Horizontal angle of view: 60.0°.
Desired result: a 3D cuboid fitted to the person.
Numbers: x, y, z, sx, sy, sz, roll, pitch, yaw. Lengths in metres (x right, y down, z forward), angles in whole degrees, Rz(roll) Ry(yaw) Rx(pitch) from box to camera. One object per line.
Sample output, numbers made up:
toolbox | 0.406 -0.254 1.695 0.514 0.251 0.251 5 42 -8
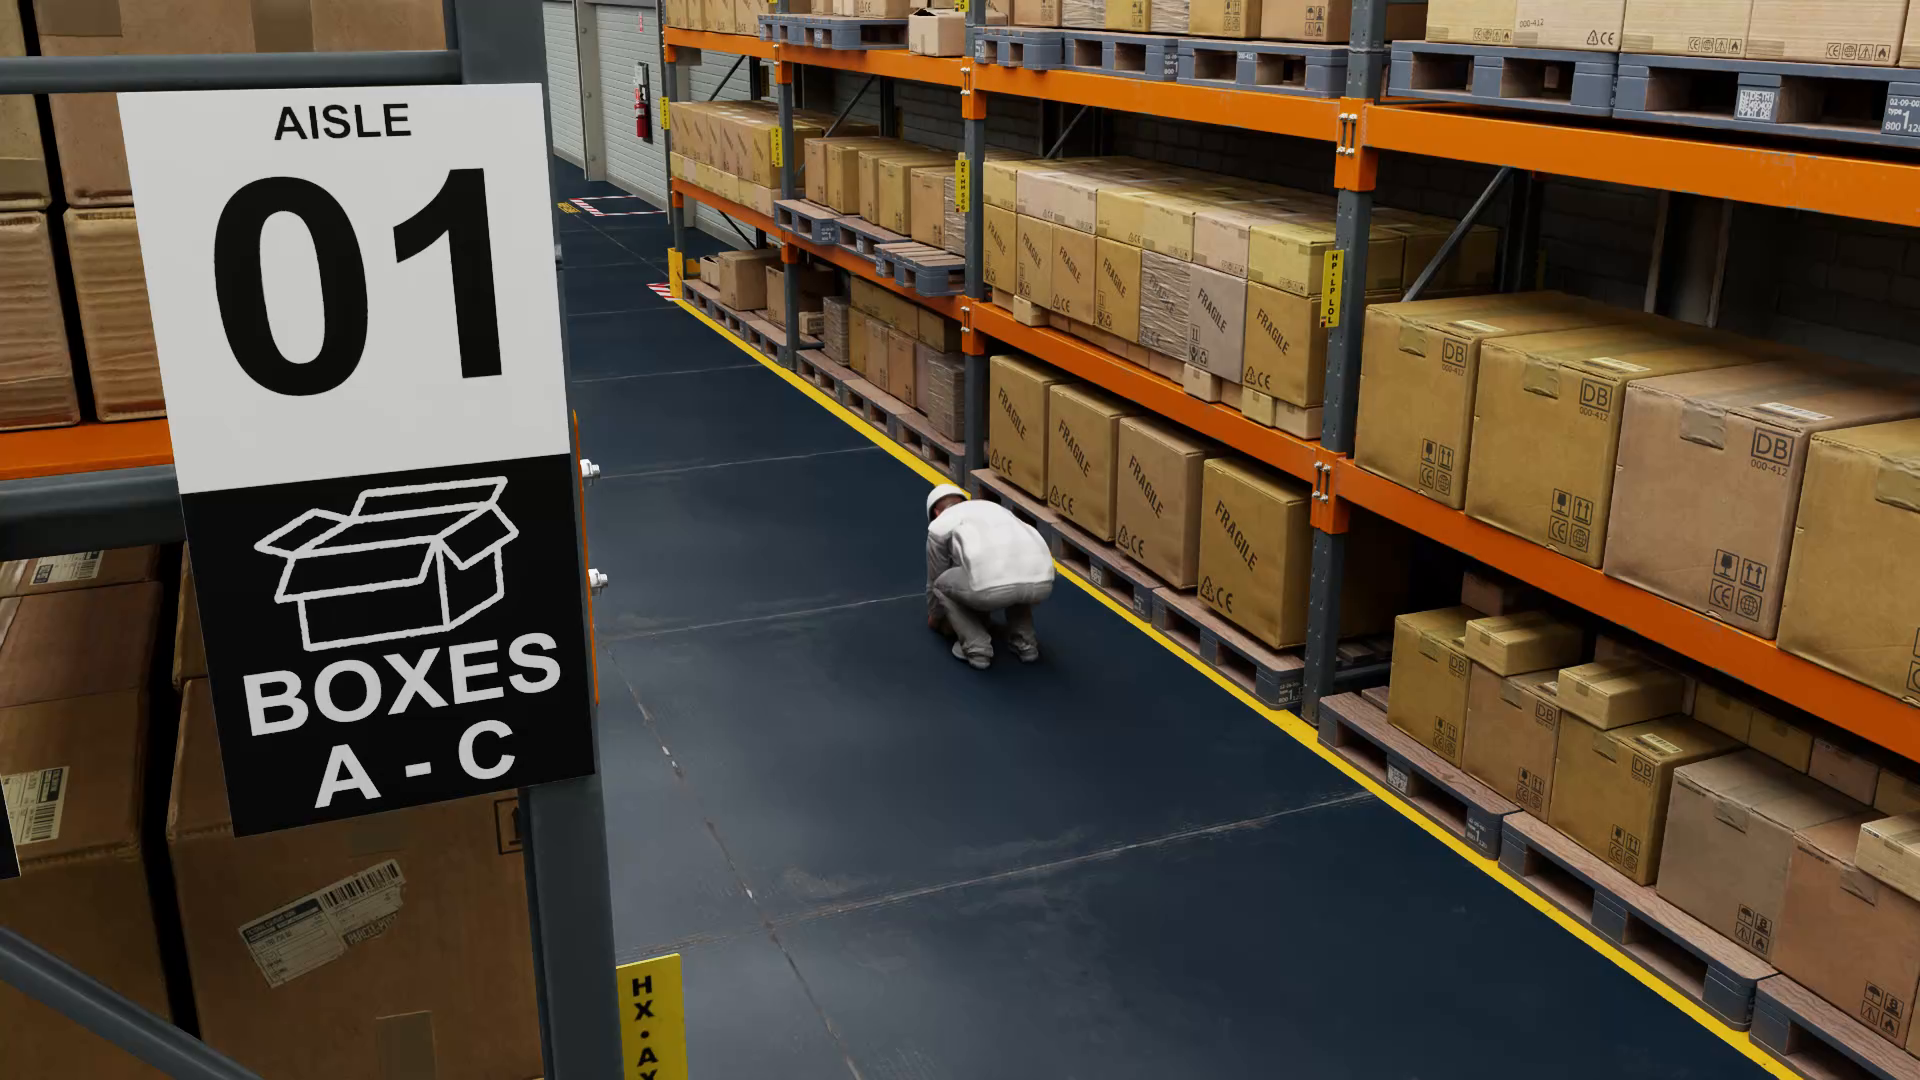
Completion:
person | 0.112 0.196 8.569 0.512 0.797 0.981 -8 20 -22
